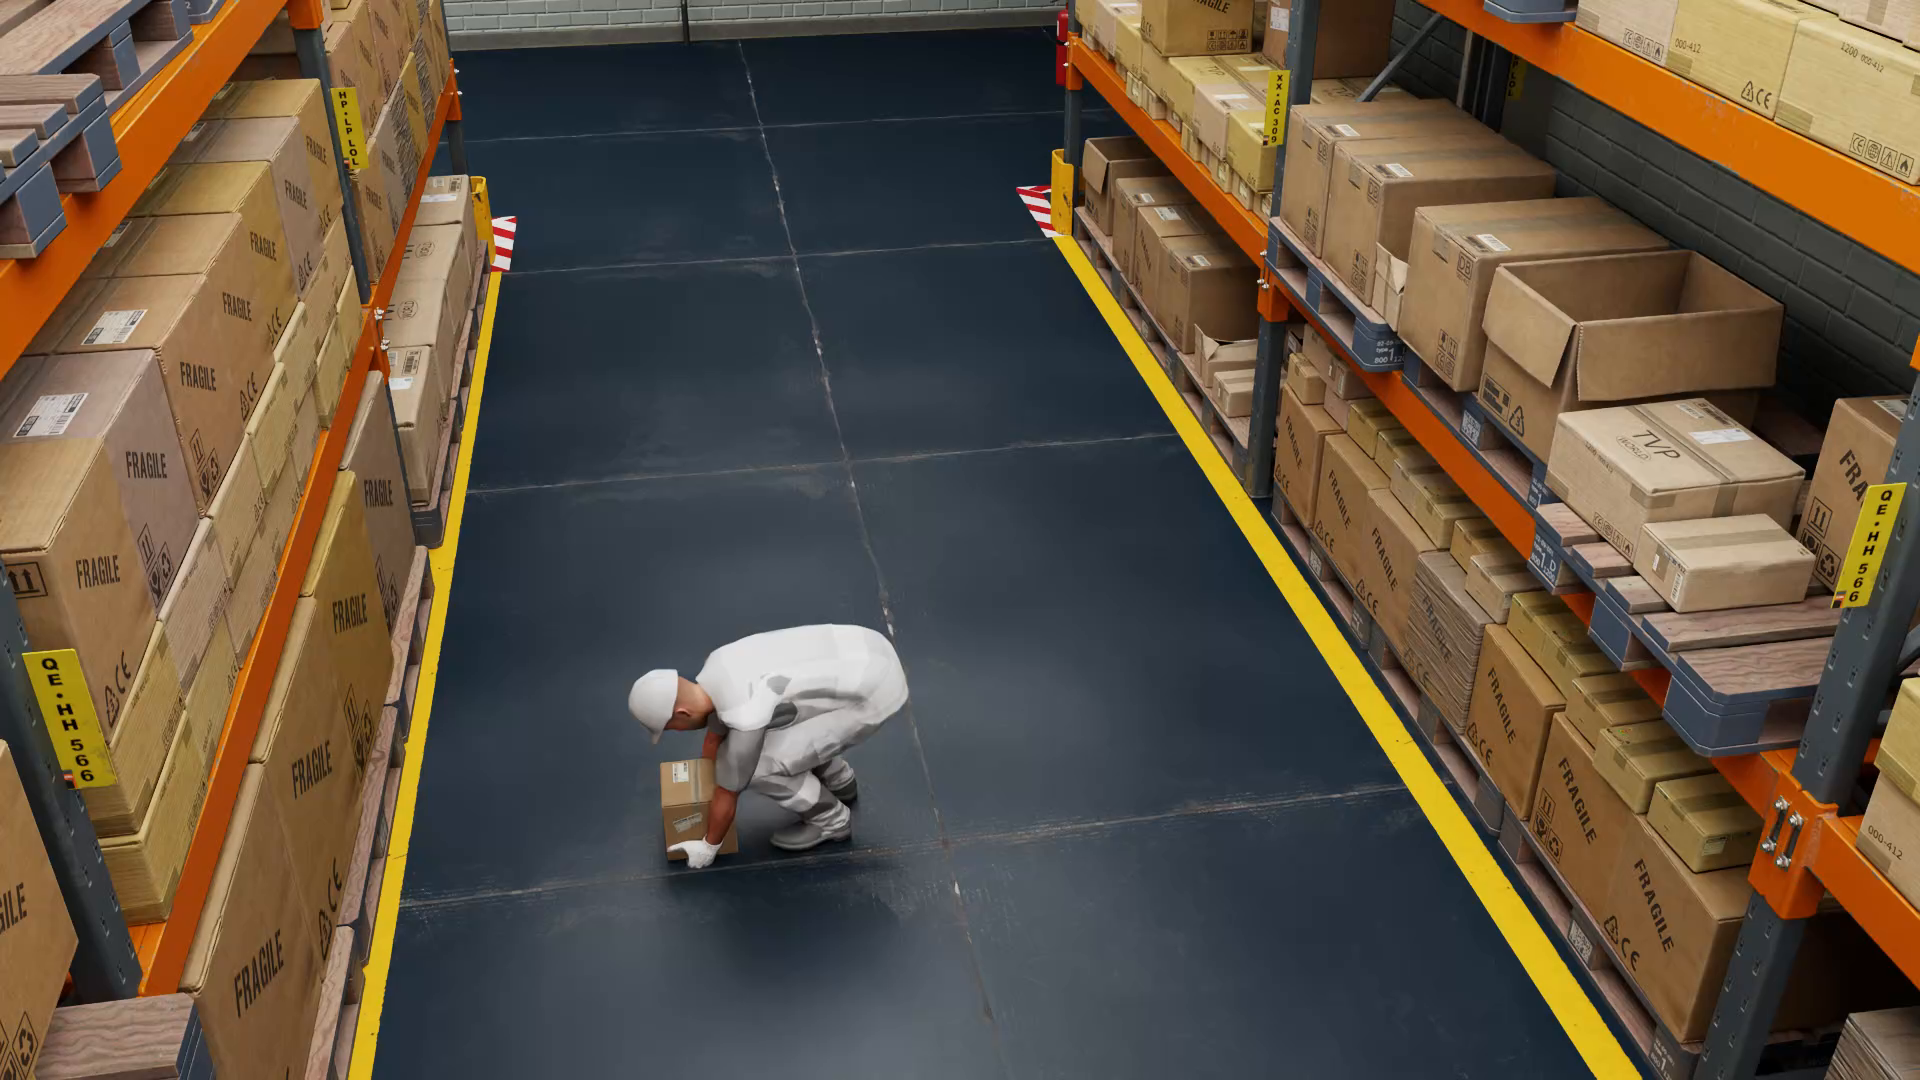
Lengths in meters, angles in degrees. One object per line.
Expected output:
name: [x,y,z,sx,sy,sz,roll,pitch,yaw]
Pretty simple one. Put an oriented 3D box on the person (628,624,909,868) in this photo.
person: [-0.664,0.711,5.903,0.964,0.821,0.523,-6,31,-10]
